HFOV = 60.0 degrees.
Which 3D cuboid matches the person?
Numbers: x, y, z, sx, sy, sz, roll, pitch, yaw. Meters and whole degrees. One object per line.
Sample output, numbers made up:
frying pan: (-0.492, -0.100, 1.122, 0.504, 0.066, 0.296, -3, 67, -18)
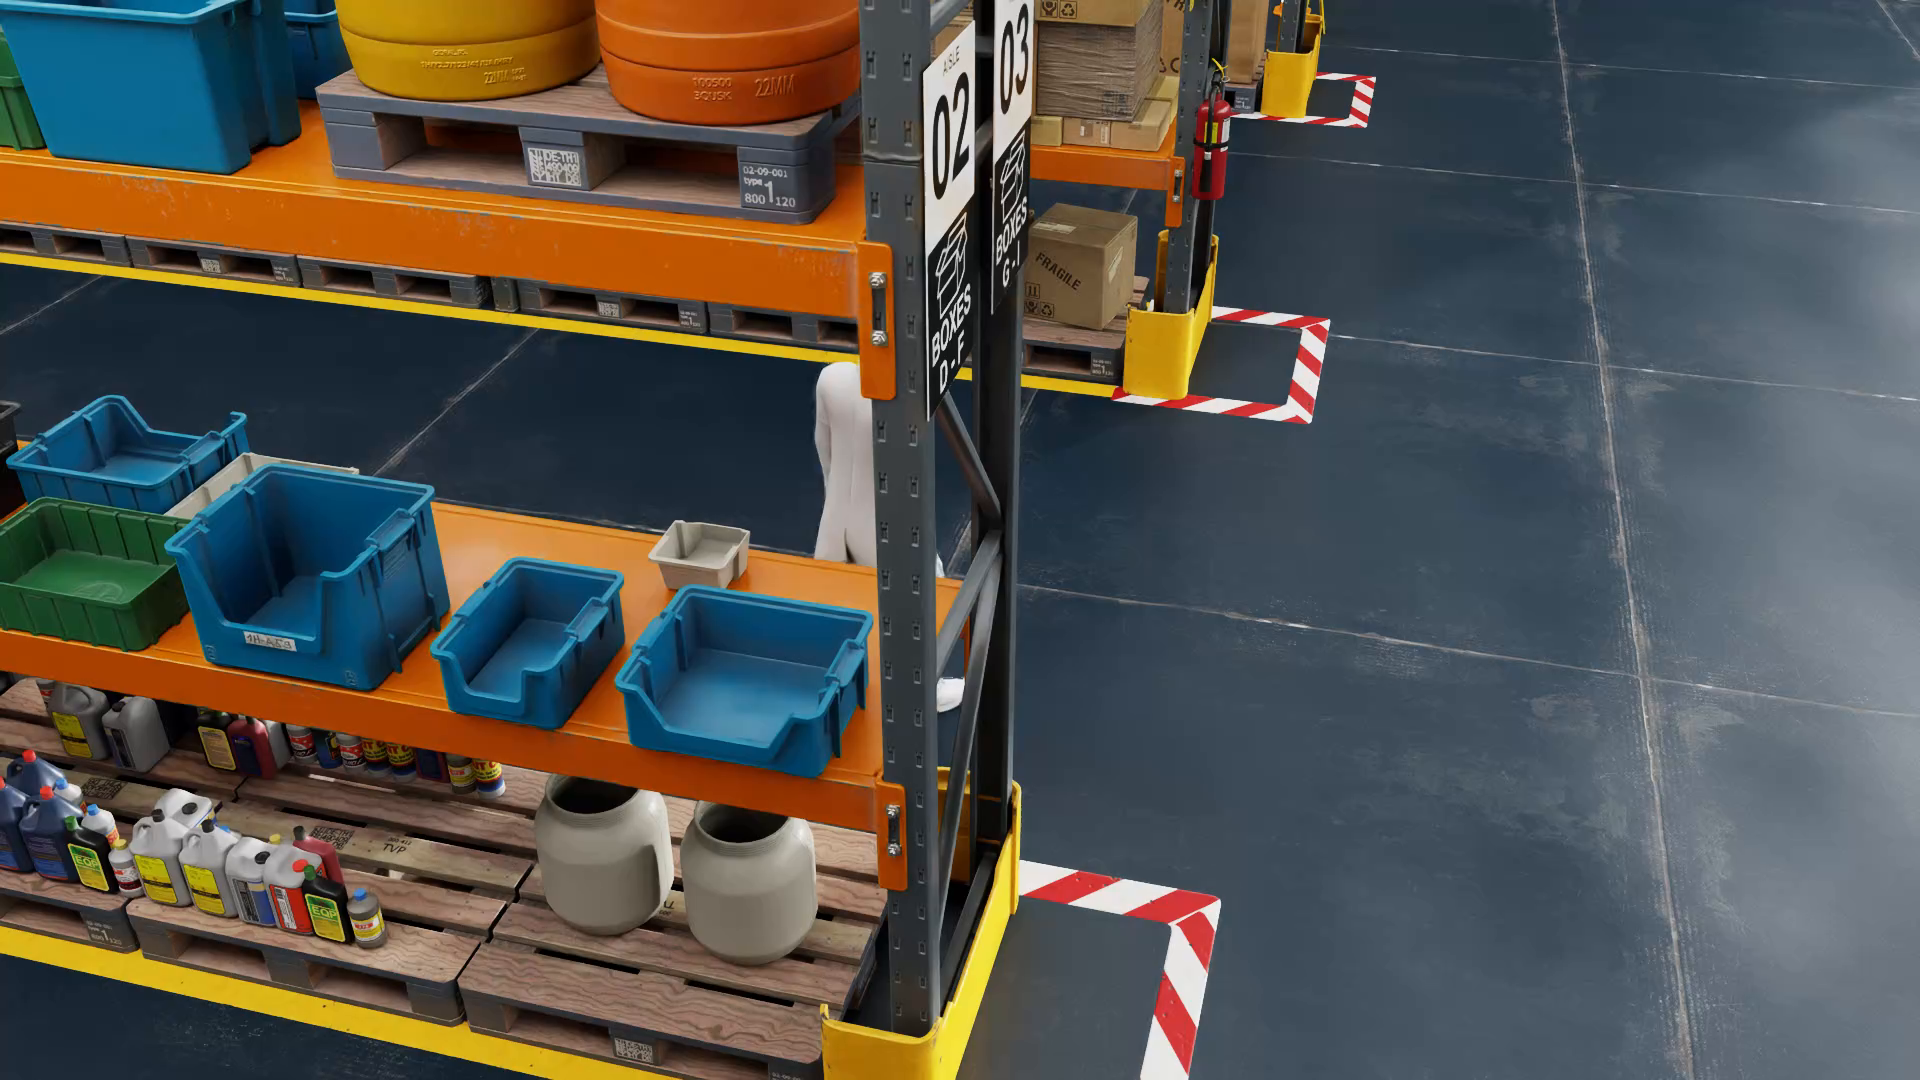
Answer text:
person: (-0.306, -0.041, 6.212, 0.612, 1.778, 0.676, 25, 40, 34)
